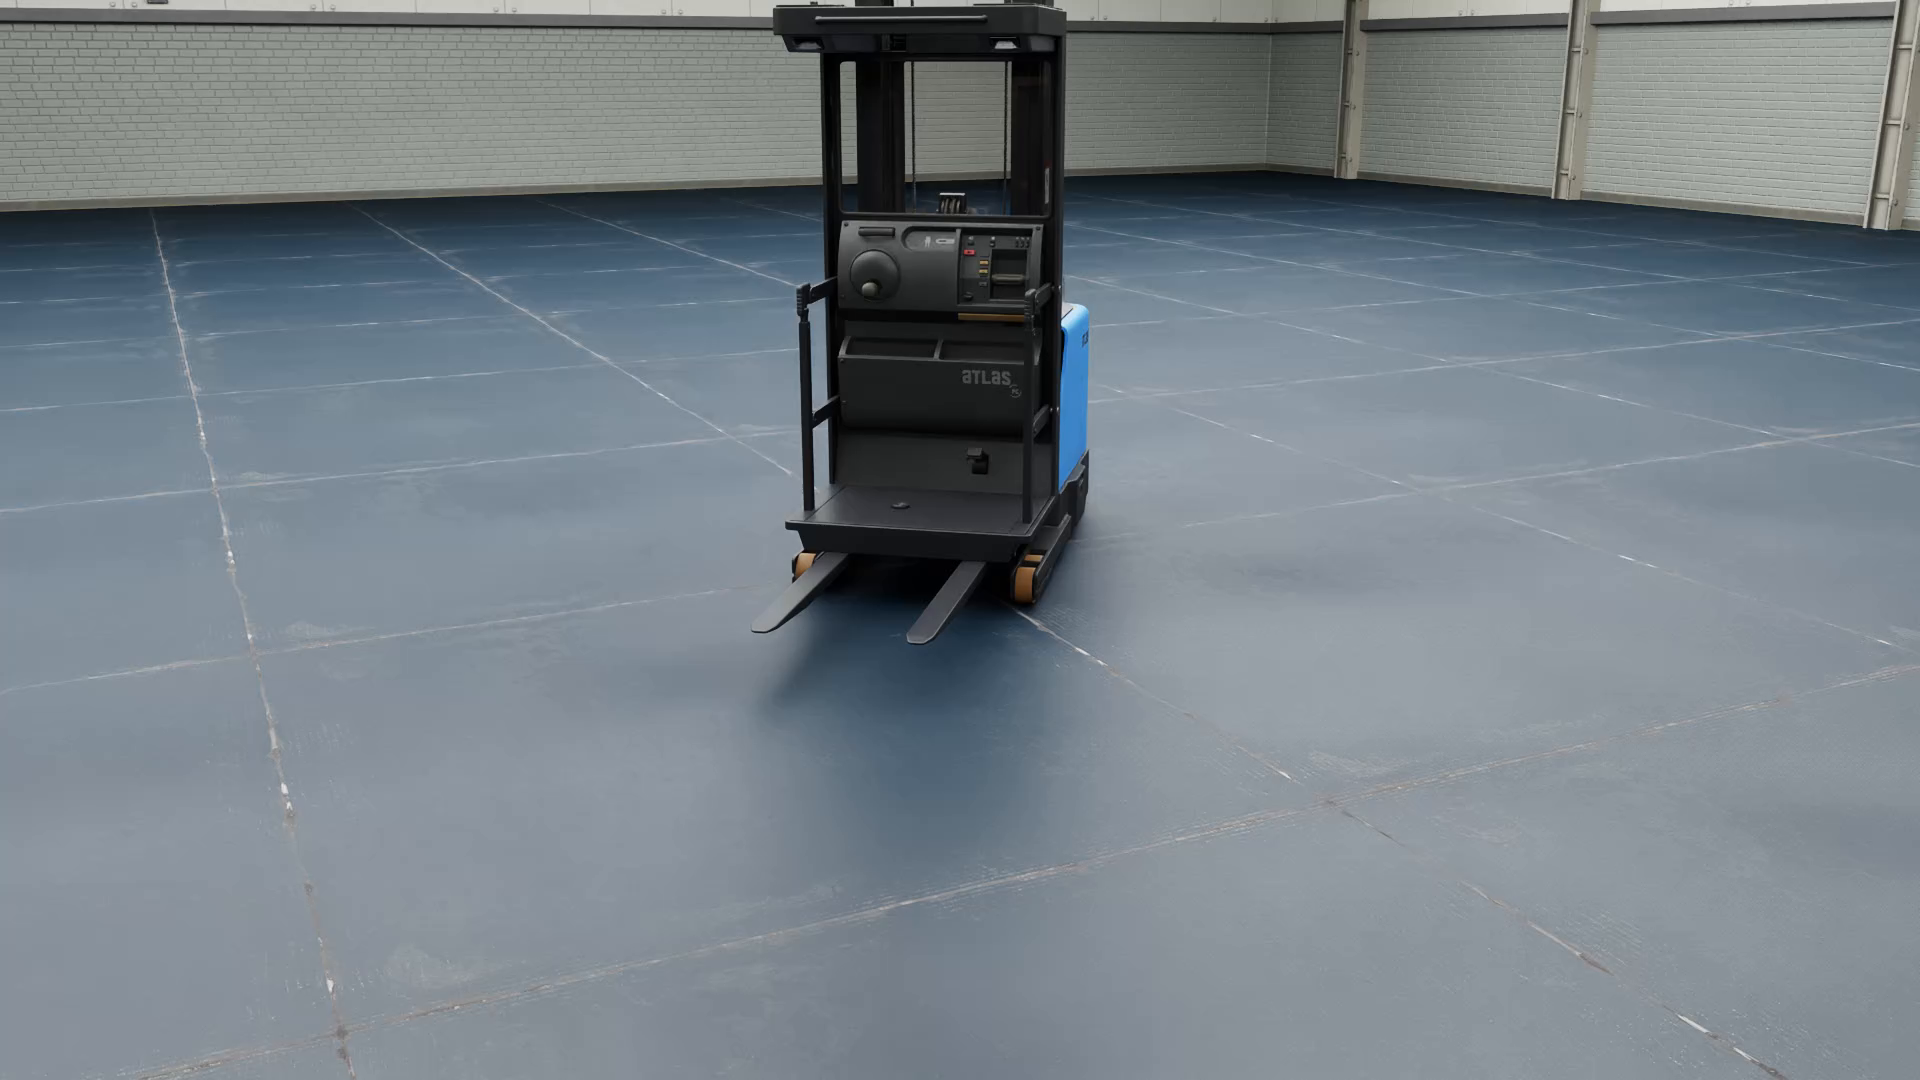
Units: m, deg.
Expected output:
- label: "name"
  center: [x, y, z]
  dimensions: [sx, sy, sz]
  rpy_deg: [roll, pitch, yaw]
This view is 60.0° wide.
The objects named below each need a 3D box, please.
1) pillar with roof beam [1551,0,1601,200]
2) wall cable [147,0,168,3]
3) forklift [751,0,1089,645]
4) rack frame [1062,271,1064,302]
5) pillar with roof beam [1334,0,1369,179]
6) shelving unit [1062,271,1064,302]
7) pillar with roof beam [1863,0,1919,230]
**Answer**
- label: "pillar with roof beam"
  center: [6.681, -9.745, 25.893]
  dimensions: [9.100, 9.000, 0.400]
  rpy_deg: [-8, 18, -25]
- label: "wall cable"
  center: [-11.955, -11.614, 26.243]
  dimensions: [2.305, 6.003, 0.169]
  rpy_deg: [-8, 18, -25]
- label: "forklift"
  center: [-0.134, -1.241, 7.261]
  dimensions: [1.130, 2.935, 3.031]
  rpy_deg: [3, 16, 12]
- label: "rack frame"
  center: [0.491, -0.838, 8.997]
  dimensions: [0.006, 1.200, 0.240]
  rpy_deg: [10, 19, 30]
- label: "pillar with roof beam"
  center: [4.052, -11.232, 31.078]
  dimensions: [9.100, 9.000, 0.400]
  rpy_deg: [-8, 18, -25]
- label: "shelving unit"
  center: [0.412, -0.852, 9.043]
  dimensions: [0.189, 1.200, 0.258]
  rpy_deg: [10, 19, 30]
- label: "pillar with roof beam"
  center: [9.309, -8.257, 20.709]
  dimensions: [9.100, 9.000, 0.400]
  rpy_deg: [-8, 18, -25]
